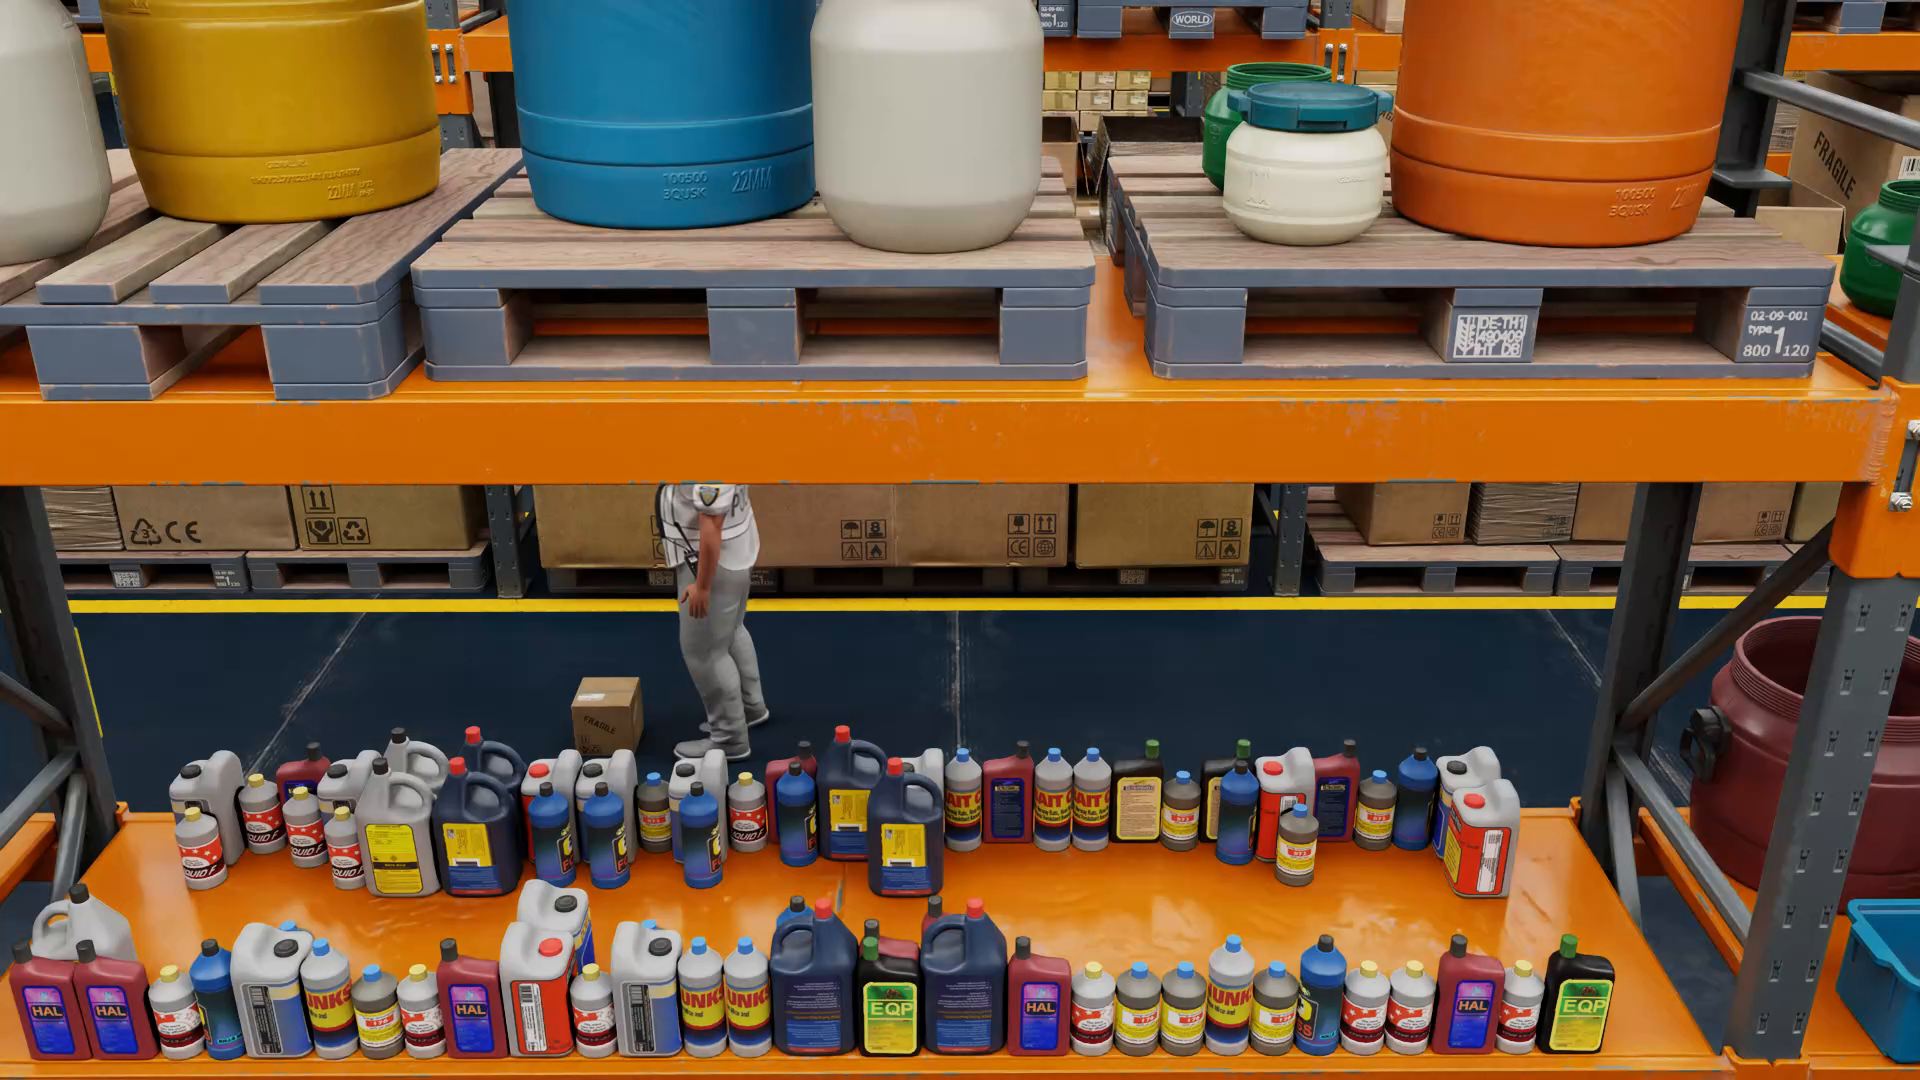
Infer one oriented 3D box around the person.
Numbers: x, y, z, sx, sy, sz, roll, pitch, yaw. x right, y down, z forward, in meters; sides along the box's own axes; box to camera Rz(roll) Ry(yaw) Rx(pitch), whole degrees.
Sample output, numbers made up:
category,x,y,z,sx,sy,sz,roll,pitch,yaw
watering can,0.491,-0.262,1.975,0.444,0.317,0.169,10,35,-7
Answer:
category,x,y,z,sx,sy,sz,roll,pitch,yaw
person,-1.032,0.100,6.902,0.391,1.799,0.528,0,24,1
